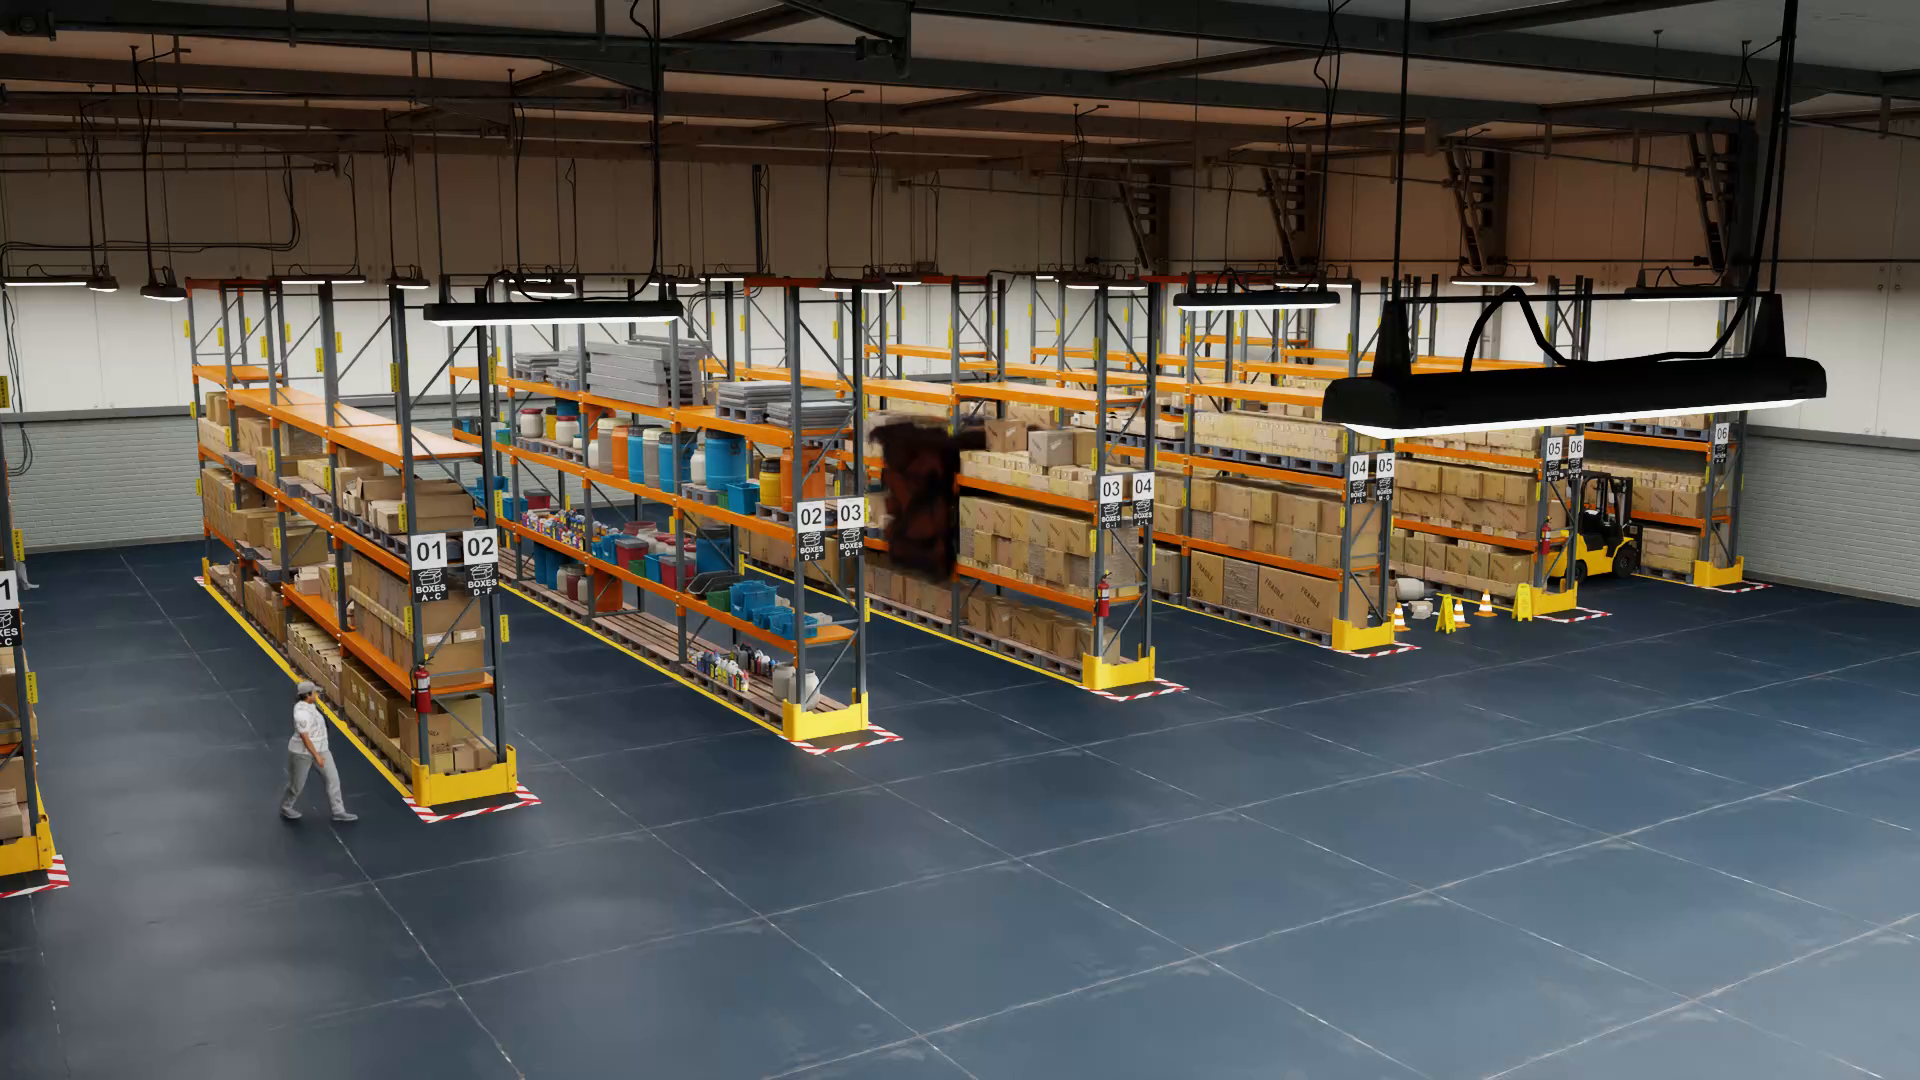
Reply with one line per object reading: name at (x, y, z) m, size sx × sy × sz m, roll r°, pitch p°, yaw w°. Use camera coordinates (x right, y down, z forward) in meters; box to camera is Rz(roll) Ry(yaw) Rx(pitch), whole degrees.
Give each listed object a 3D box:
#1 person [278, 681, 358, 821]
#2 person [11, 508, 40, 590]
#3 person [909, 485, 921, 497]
person at (-7.339, 2.392, 18.856) m, size 0.970 × 1.612 × 0.480 m, roll 5°, pitch 11°, yaw 26°
person at (-18.327, 0.198, 31.959) m, size 1.000 × 1.612 × 0.552 m, roll -5°, pitch 11°, yaw -25°
person at (-1.132, -1.868, 44.081) m, size 0.629 × 1.648 × 0.498 m, roll -7°, pitch 12°, yaw -37°
